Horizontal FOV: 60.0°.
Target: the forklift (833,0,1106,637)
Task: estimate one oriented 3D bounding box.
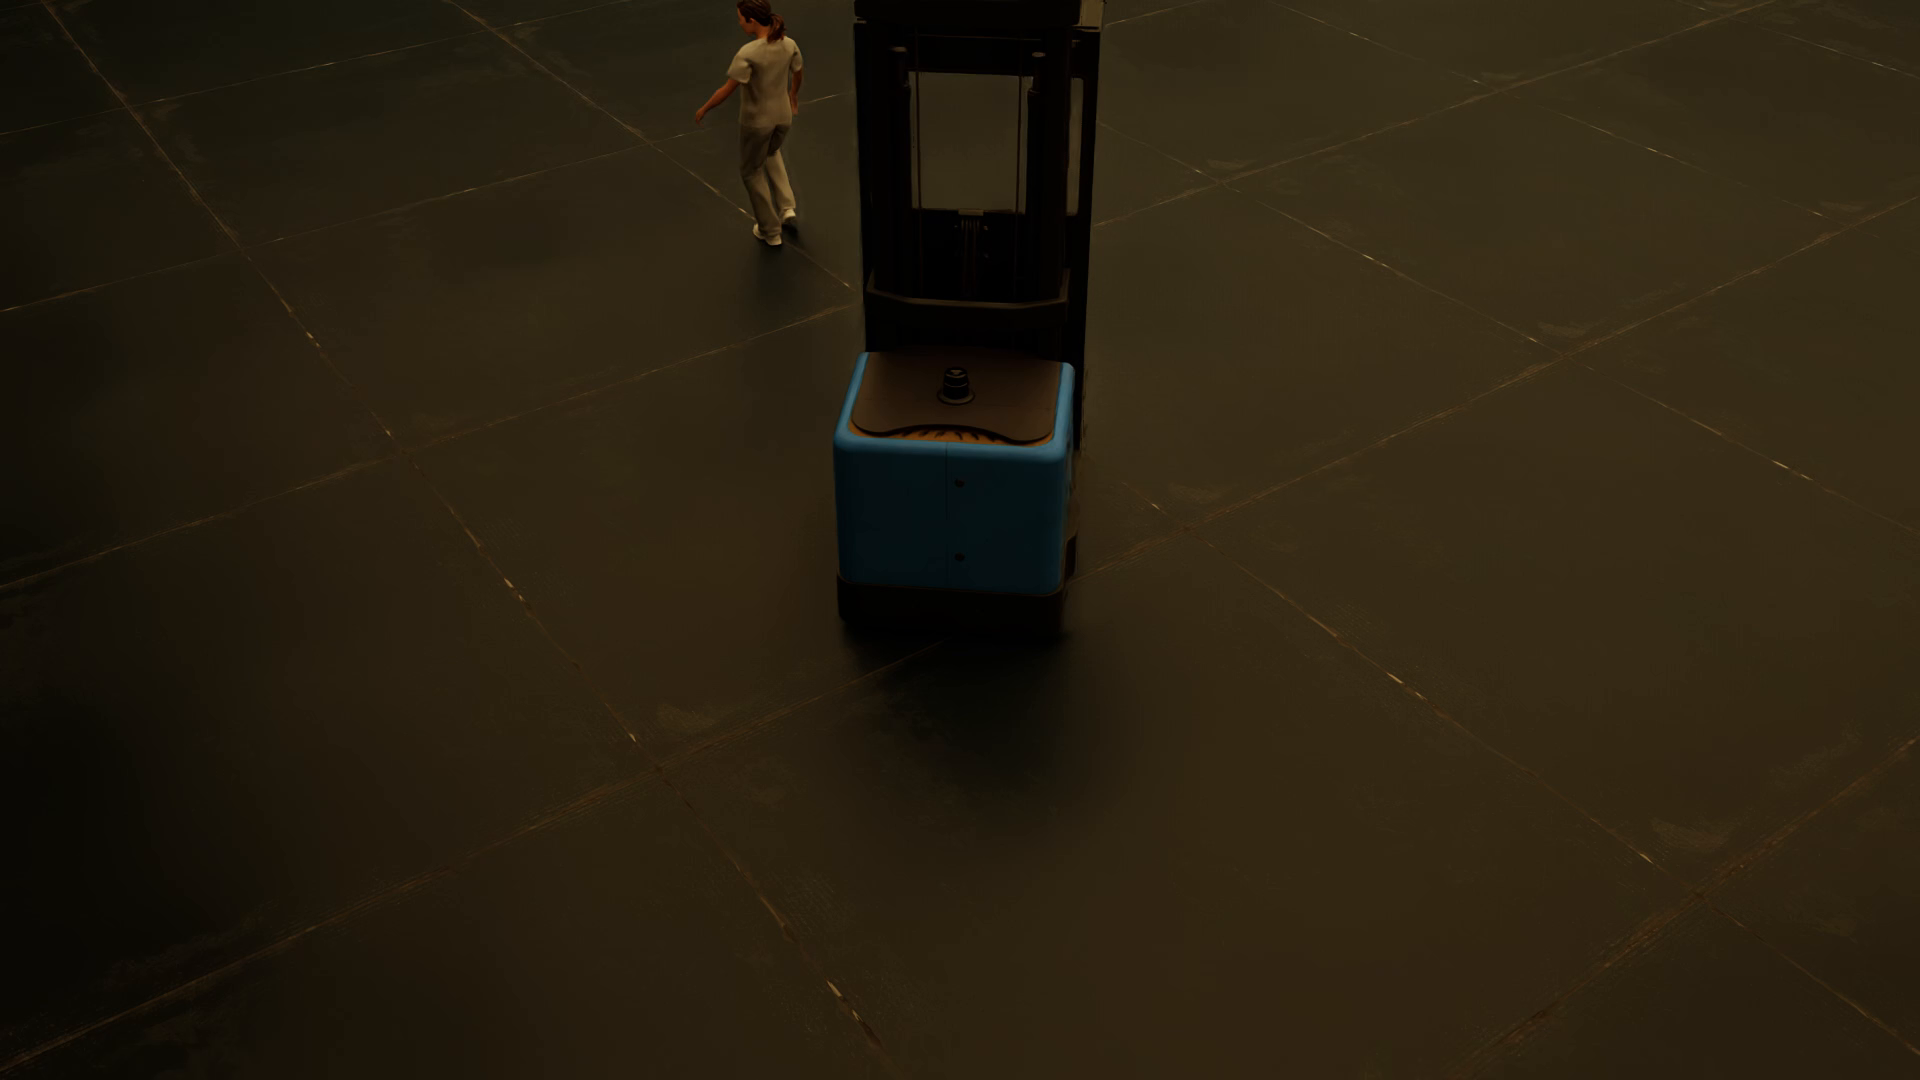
[{"bbox_3d":[0.104,-1.594,8.100,1.130,2.935,3.031,4,37,5],"label":"forklift"}]

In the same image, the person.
[{"bbox_3d":[-1.304,-2.687,10.677,0.760,1.678,0.462,-26,44,-30],"label":"person"}]
